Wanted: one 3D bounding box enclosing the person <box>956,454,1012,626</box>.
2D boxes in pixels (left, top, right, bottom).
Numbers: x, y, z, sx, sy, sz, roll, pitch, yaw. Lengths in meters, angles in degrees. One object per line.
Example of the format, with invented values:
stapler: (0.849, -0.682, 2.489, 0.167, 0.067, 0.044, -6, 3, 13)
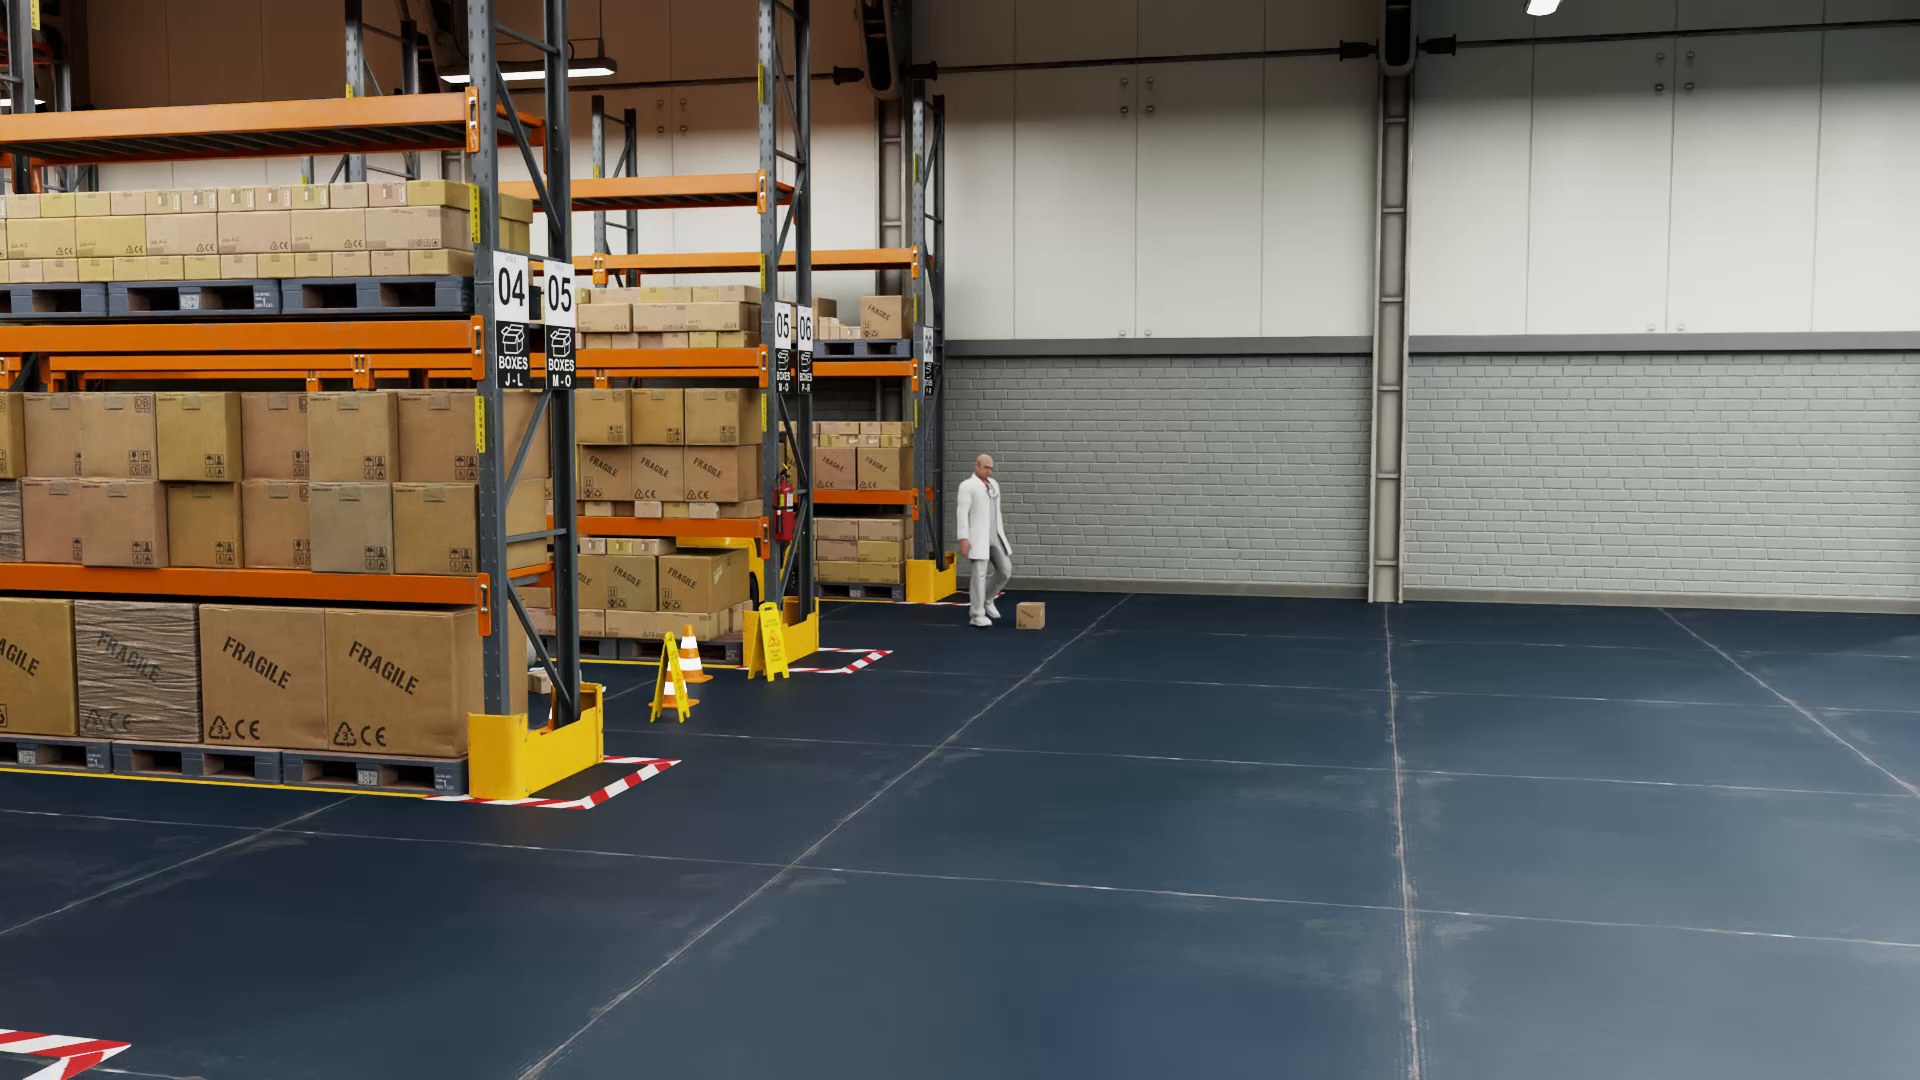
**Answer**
person: (0.237, -0.014, 17.395, 0.632, 1.775, 0.677, 5, 7, 45)
